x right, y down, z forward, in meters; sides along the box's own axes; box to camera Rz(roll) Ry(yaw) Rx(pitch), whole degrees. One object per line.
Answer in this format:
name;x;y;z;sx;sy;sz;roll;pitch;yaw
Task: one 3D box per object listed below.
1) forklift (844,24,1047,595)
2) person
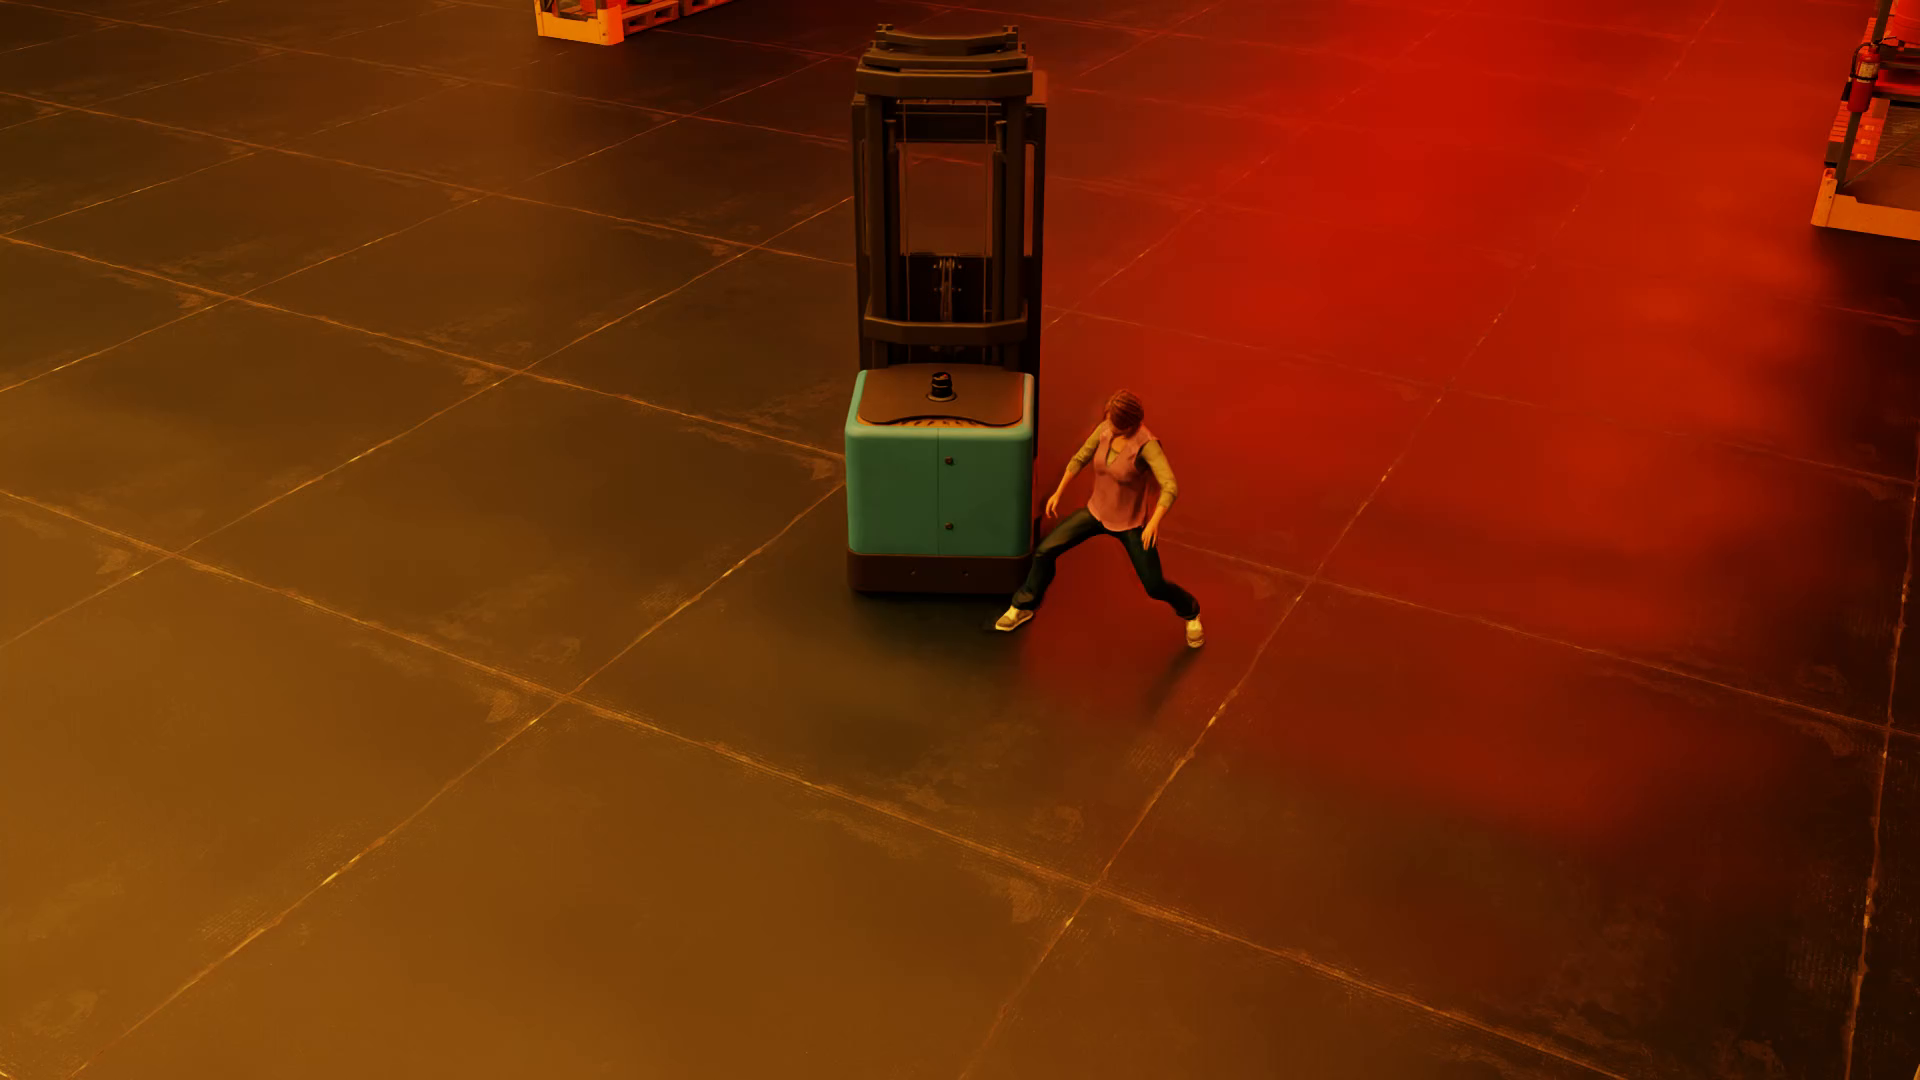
forklift;-0.050;-1.665;9.955;1.130;2.935;3.031;1;30;2
person;0.794;-0.107;8.792;0.901;1.446;0.884;25;39;37
